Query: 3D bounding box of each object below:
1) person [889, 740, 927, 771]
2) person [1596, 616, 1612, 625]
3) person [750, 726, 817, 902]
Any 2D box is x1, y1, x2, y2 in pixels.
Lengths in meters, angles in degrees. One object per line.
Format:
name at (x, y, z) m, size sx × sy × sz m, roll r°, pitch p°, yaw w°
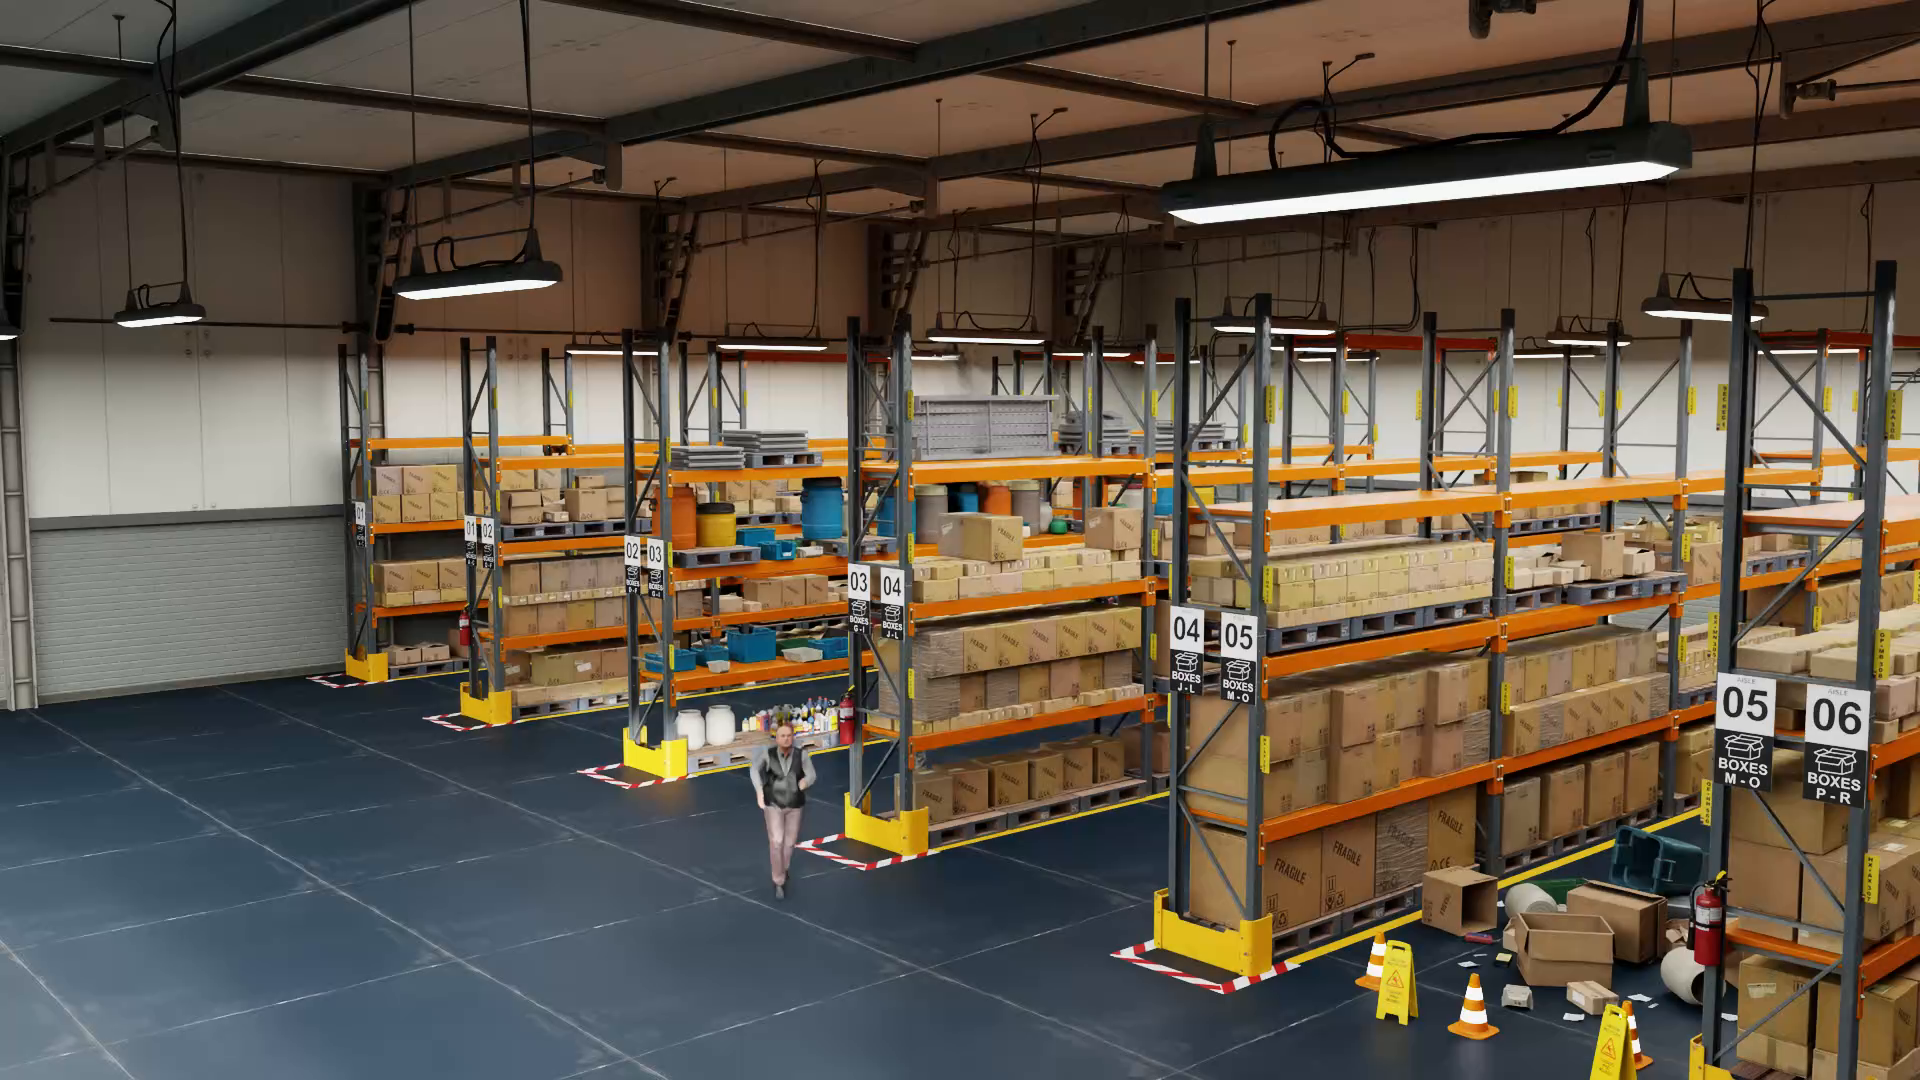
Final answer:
person at (-0.670, 2.316, 21.993) m, size 0.681 × 1.738 × 0.624 m, roll 3°, pitch 6°, yaw 33°
person at (9.768, 2.019, 25.193) m, size 0.889 × 1.804 × 0.610 m, roll -5°, pitch 7°, yaw -44°
person at (-1.811, 2.788, 17.199) m, size 0.664 × 1.780 × 0.795 m, roll -2°, pitch 5°, yaw -18°
